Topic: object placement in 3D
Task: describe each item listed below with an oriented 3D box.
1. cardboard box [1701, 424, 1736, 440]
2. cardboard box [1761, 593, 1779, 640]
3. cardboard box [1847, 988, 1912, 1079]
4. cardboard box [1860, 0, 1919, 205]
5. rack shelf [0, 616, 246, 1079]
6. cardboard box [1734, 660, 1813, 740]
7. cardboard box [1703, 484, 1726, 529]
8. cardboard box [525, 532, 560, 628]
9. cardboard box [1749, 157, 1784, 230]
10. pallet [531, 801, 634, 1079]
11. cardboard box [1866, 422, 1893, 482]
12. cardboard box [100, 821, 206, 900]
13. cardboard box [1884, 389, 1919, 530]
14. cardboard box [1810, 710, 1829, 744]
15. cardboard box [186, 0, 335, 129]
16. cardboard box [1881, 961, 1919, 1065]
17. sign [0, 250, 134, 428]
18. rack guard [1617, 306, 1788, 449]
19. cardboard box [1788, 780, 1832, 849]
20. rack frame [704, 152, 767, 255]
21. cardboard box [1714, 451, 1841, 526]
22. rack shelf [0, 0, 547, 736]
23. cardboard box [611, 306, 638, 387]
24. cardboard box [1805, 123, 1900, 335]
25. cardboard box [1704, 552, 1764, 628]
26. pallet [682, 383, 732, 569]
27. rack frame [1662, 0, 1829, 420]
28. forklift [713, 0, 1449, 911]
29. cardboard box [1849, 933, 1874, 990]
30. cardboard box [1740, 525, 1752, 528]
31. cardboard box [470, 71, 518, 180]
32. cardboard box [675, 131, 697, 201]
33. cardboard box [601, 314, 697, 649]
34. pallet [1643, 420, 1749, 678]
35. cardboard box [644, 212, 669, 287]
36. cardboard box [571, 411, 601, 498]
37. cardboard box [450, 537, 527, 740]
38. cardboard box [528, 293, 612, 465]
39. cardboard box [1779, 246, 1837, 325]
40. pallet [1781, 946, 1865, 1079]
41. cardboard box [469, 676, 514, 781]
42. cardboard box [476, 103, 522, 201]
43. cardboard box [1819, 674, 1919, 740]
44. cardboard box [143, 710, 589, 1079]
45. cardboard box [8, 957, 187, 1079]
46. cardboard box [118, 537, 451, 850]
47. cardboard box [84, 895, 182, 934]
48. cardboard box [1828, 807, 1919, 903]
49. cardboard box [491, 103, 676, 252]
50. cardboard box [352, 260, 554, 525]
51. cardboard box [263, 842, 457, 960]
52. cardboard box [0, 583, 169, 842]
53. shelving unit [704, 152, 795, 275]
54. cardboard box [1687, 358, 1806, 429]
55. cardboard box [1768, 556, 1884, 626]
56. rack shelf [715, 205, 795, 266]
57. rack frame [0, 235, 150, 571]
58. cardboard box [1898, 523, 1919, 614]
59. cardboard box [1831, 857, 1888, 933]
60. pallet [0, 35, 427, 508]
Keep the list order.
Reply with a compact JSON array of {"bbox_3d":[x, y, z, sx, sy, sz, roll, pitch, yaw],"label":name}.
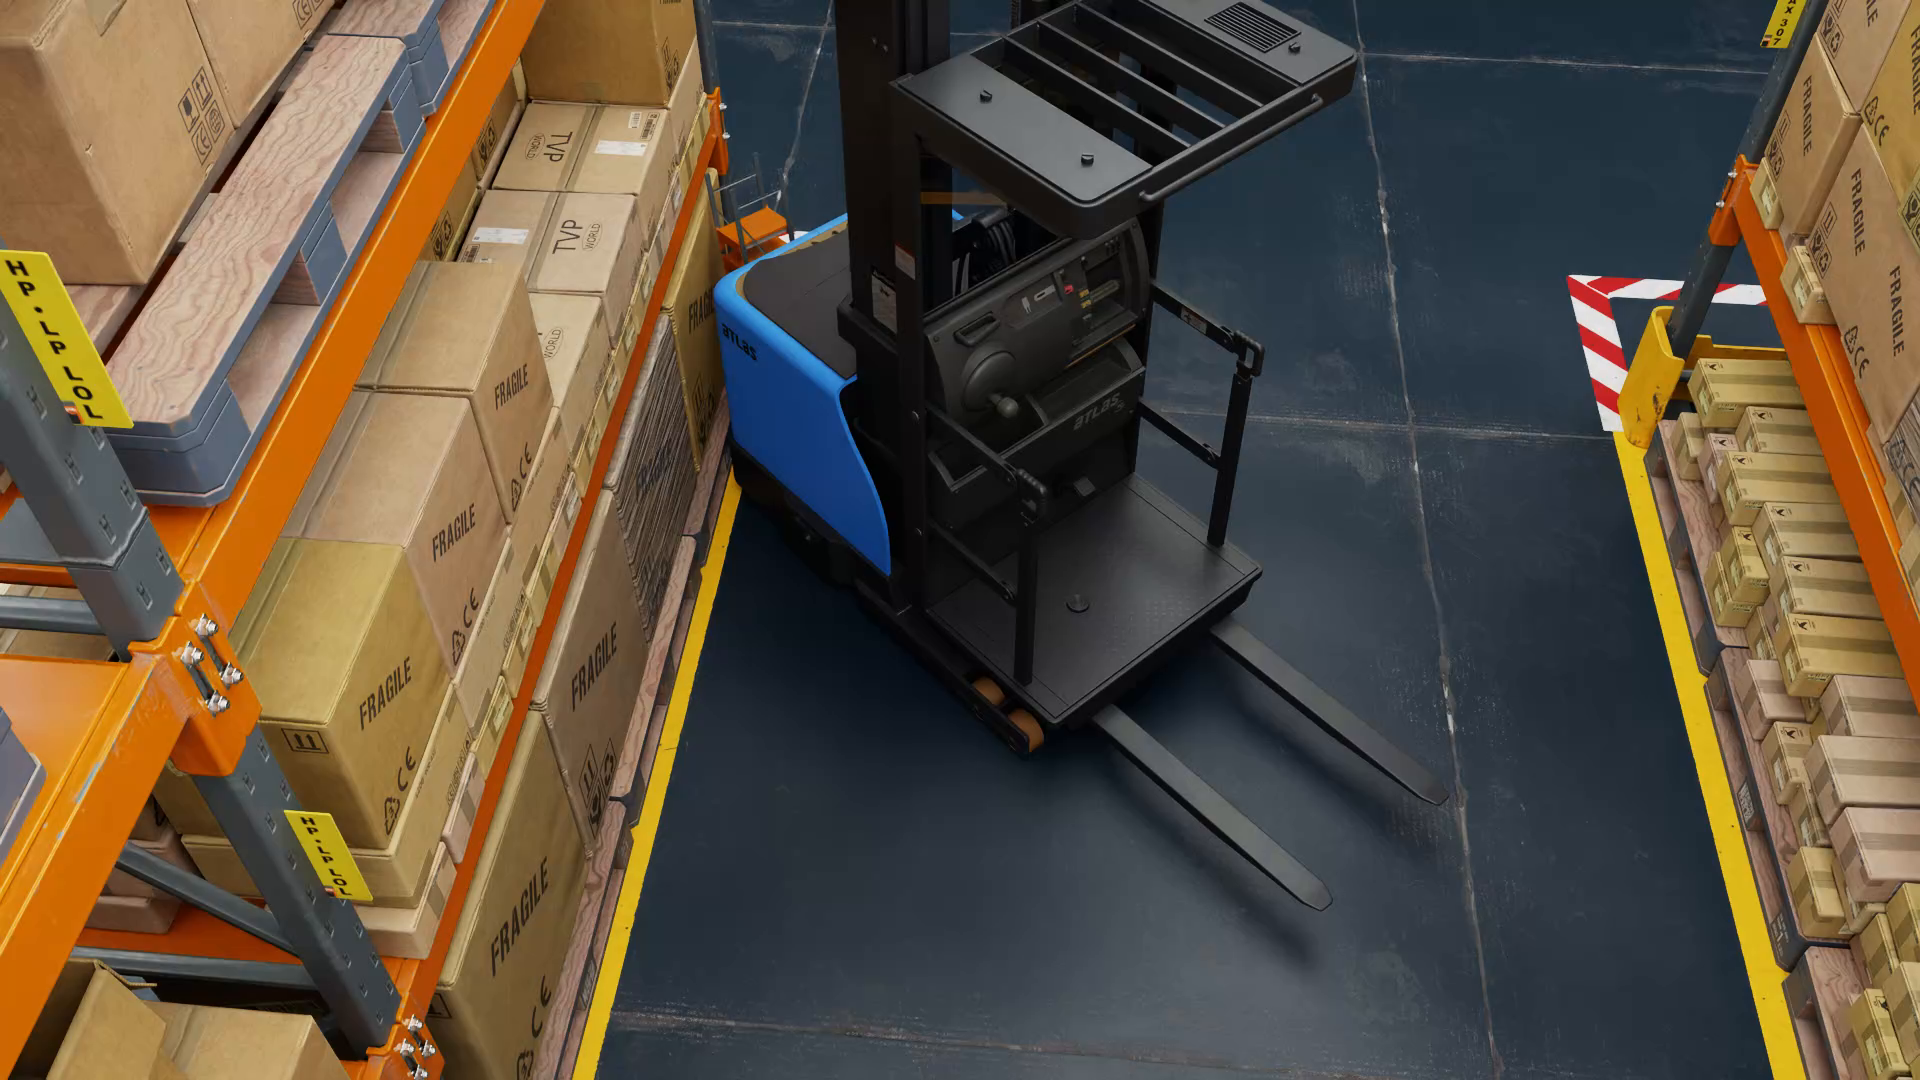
[{"bbox_3d":[3.161,-0.462,6.586,0.380,0.149,0.250,6,48,5],"label":"cardboard box"},{"bbox_3d":[3.084,0.304,5.885,0.380,0.149,0.250,2,48,2],"label":"cardboard box"},{"bbox_3d":[2.831,1.459,4.829,0.380,0.149,0.250,2,48,2],"label":"cardboard box"},{"bbox_3d":[3.119,-1.338,4.994,0.500,0.500,0.500,5,48,5],"label":"cardboard box"},{"bbox_3d":[-2.013,1.682,1.634,1.077,0.370,4.000,4,48,4],"label":"rack shelf"},{"bbox_3d":[2.969,0.566,5.847,0.380,0.149,0.250,2,48,2],"label":"cardboard box"},{"bbox_3d":[3.155,-0.168,6.518,0.380,0.149,0.250,4,48,3],"label":"cardboard box"},{"bbox_3d":[-1.380,0.103,4.793,0.380,0.149,0.250,3,48,3],"label":"cardboard box"},{"bbox_3d":[3.108,-1.249,6.030,0.380,0.149,0.250,4,48,3],"label":"cardboard box"},{"bbox_3d":[-1.683,1.369,5.355,1.003,0.211,1.213,4,48,4],"label":"pallet"},{"bbox_3d":[3.061,-0.289,5.151,0.380,0.149,0.250,3,48,3],"label":"cardboard box"},{"bbox_3d":[-2.052,0.590,4.078,0.500,0.250,0.500,3,48,3],"label":"cardboard box"},{"bbox_3d":[3.027,-0.244,4.671,0.500,0.500,0.500,3,48,3],"label":"cardboard box"},{"bbox_3d":[3.066,0.704,5.519,0.380,0.149,0.250,6,48,5],"label":"cardboard box"},{"bbox_3d":[-1.766,-1.214,3.375,0.700,0.500,0.500,6,48,6],"label":"cardboard box"},{"bbox_3d":[2.872,1.356,4.721,0.380,0.149,0.250,3,48,3],"label":"cardboard box"},{"bbox_3d":[-1.289,-0.282,2.379,0.100,0.325,0.005,4,48,4],"label":"sign"},{"bbox_3d":[3.457,-0.651,7.006,1.175,0.500,0.348,4,48,4],"label":"rack guard"},{"bbox_3d":[2.981,0.951,5.495,0.380,0.149,0.250,5,48,4],"label":"cardboard box"},{"bbox_3d":[-0.838,-1.015,6.873,0.240,1.200,0.006,-30,45,-25],"label":"rack frame"},{"bbox_3d":[3.022,-0.181,6.127,0.380,0.149,0.250,4,48,3],"label":"cardboard box"},{"bbox_3d":[-1.648,-1.258,4.322,1.077,0.370,4.000,4,48,4],"label":"rack shelf"},{"bbox_3d":[-1.285,-0.648,5.480,0.380,0.149,0.250,4,48,4],"label":"cardboard box"},{"bbox_3d":[3.125,-0.978,5.342,0.500,0.500,0.500,4,48,4],"label":"cardboard box"},{"bbox_3d":[3.007,0.195,6.186,0.380,0.149,0.250,4,48,4],"label":"cardboard box"},{"bbox_3d":[-1.461,-0.424,6.995,1.003,0.211,1.213,4,48,4],"label":"pallet"},{"bbox_3d":[3.464,-1.550,6.135,1.000,3.000,0.127,4,48,4],"label":"rack frame"},{"bbox_3d":[0.414,-0.643,5.352,1.130,2.935,3.031,-33,56,-27],"label":"forklift"},{"bbox_3d":[3.008,1.329,5.149,0.380,0.149,0.250,3,48,3],"label":"cardboard box"},{"bbox_3d":[3.145,-0.079,6.235,0.380,0.149,0.250,4,48,4],"label":"cardboard box"},{"bbox_3d":[-1.824,-1.559,5.535,0.500,0.500,0.500,3,48,3],"label":"cardboard box"},{"bbox_3d":[-1.193,-1.398,6.166,0.380,0.149,0.250,4,48,4],"label":"cardboard box"},{"bbox_3d":[-1.528,-0.238,6.090,0.875,0.875,0.875,4,48,4],"label":"cardboard box"},{"bbox_3d":[3.348,0.042,6.569,1.003,0.211,1.213,4,48,4],"label":"pallet"},{"bbox_3d":[-1.241,-1.029,5.829,0.380,0.149,0.250,5,48,4],"label":"cardboard box"},{"bbox_3d":[-1.332,-0.274,5.138,0.380,0.149,0.250,3,48,2],"label":"cardboard box"},{"bbox_3d":[-1.477,0.239,4.399,0.500,0.250,0.500,4,48,3],"label":"cardboard box"},{"bbox_3d":[-1.382,-0.504,5.078,0.500,0.250,0.500,4,48,4],"label":"cardboard box"},{"bbox_3d":[3.048,-0.865,5.679,0.380,0.149,0.250,3,48,2],"label":"cardboard box"},{"bbox_3d":[3.125,1.835,4.929,1.003,0.211,1.213,4,48,4],"label":"pallet"},{"bbox_3d":[-1.425,0.485,4.444,0.380,0.149,0.250,5,48,5],"label":"cardboard box"},{"bbox_3d":[-1.820,-1.291,5.798,0.500,0.250,0.500,3,48,3],"label":"cardboard box"},{"bbox_3d":[3.050,0.591,5.421,0.380,0.149,0.250,4,48,4],"label":"cardboard box"},{"bbox_3d":[-1.691,1.077,4.887,0.875,0.875,0.875,4,48,4],"label":"cardboard box"},{"bbox_3d":[-1.881,1.079,2.983,0.797,0.503,0.637,3,48,3],"label":"cardboard box"},{"bbox_3d":[-1.532,0.344,3.795,0.500,0.500,0.500,4,48,4],"label":"cardboard box"},{"bbox_3d":[-2.129,0.820,4.137,0.380,0.149,0.250,4,48,4],"label":"cardboard box"},{"bbox_3d":[2.906,0.966,5.078,0.380,0.149,0.250,2,48,2],"label":"cardboard box"},{"bbox_3d":[-1.293,-1.261,5.771,0.500,0.250,0.500,3,48,3],"label":"cardboard box"},{"bbox_3d":[-1.437,-0.400,4.475,0.500,0.500,0.500,3,48,2],"label":"cardboard box"},{"bbox_3d":[-1.472,0.871,4.091,0.380,0.149,0.250,4,48,4],"label":"cardboard box"},{"bbox_3d":[-2.055,0.323,3.814,0.500,0.500,0.500,5,48,5],"label":"cardboard box"},{"bbox_3d":[-0.783,-0.972,6.814,0.258,1.200,0.189,-30,45,-25],"label":"shelving unit"},{"bbox_3d":[3.078,-0.568,6.481,0.380,0.149,0.250,2,48,2],"label":"cardboard box"},{"bbox_3d":[3.047,0.210,5.769,0.380,0.149,0.250,6,48,5],"label":"cardboard box"},{"bbox_3d":[-0.812,-1.210,6.610,0.258,0.103,0.180,-30,45,-25],"label":"rack shelf"},{"bbox_3d":[-1.831,-1.043,1.606,1.000,3.000,0.127,4,48,4],"label":"rack frame"},{"bbox_3d":[2.963,0.095,4.801,0.380,0.149,0.250,5,48,4],"label":"cardboard box"},{"bbox_3d":[2.955,1.092,5.164,0.380,0.149,0.250,5,48,4],"label":"cardboard box"},{"bbox_3d":[-1.746,-0.601,3.295,1.003,0.211,1.213,4,48,4],"label":"pallet"}]
